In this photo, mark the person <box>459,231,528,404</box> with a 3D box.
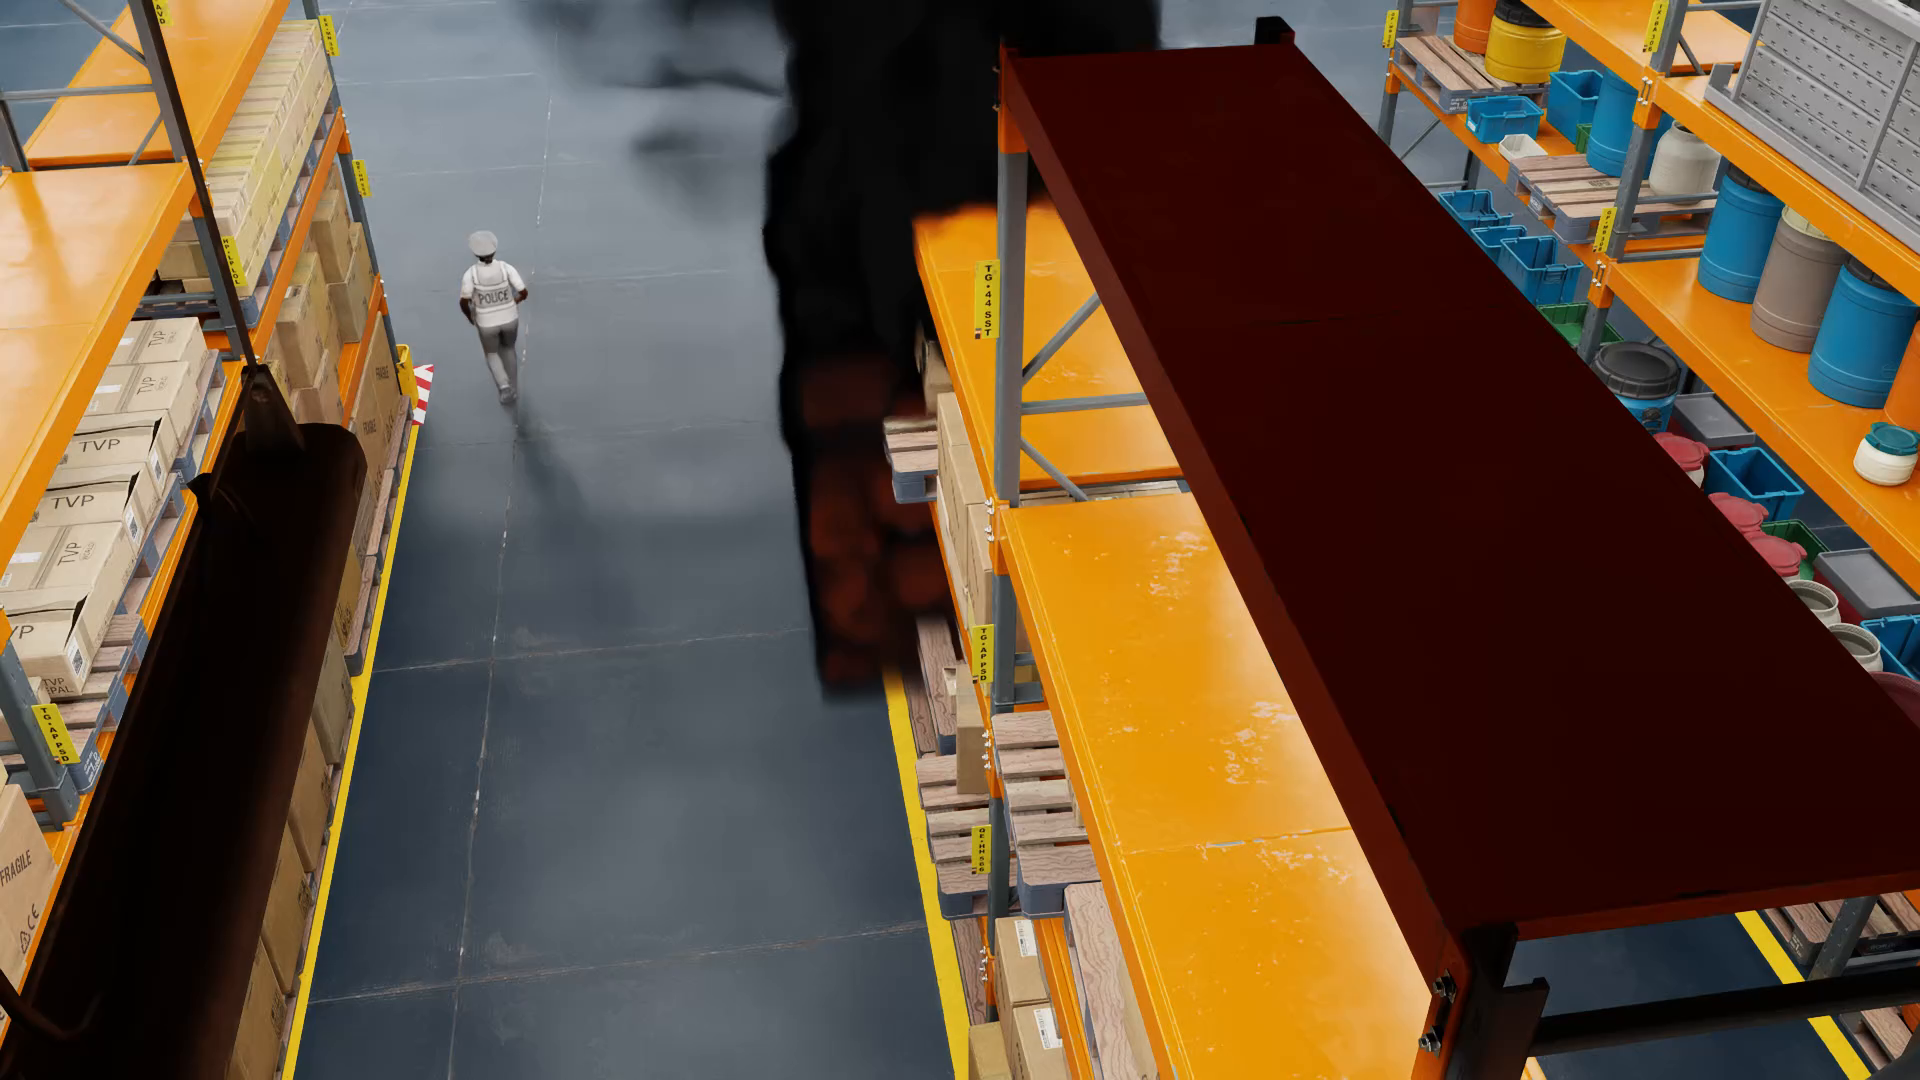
[{"bbox_3d":[-4.081,-1.924,14.682,0.598,1.662,0.571,-16,39,-21],"label":"person"}]
